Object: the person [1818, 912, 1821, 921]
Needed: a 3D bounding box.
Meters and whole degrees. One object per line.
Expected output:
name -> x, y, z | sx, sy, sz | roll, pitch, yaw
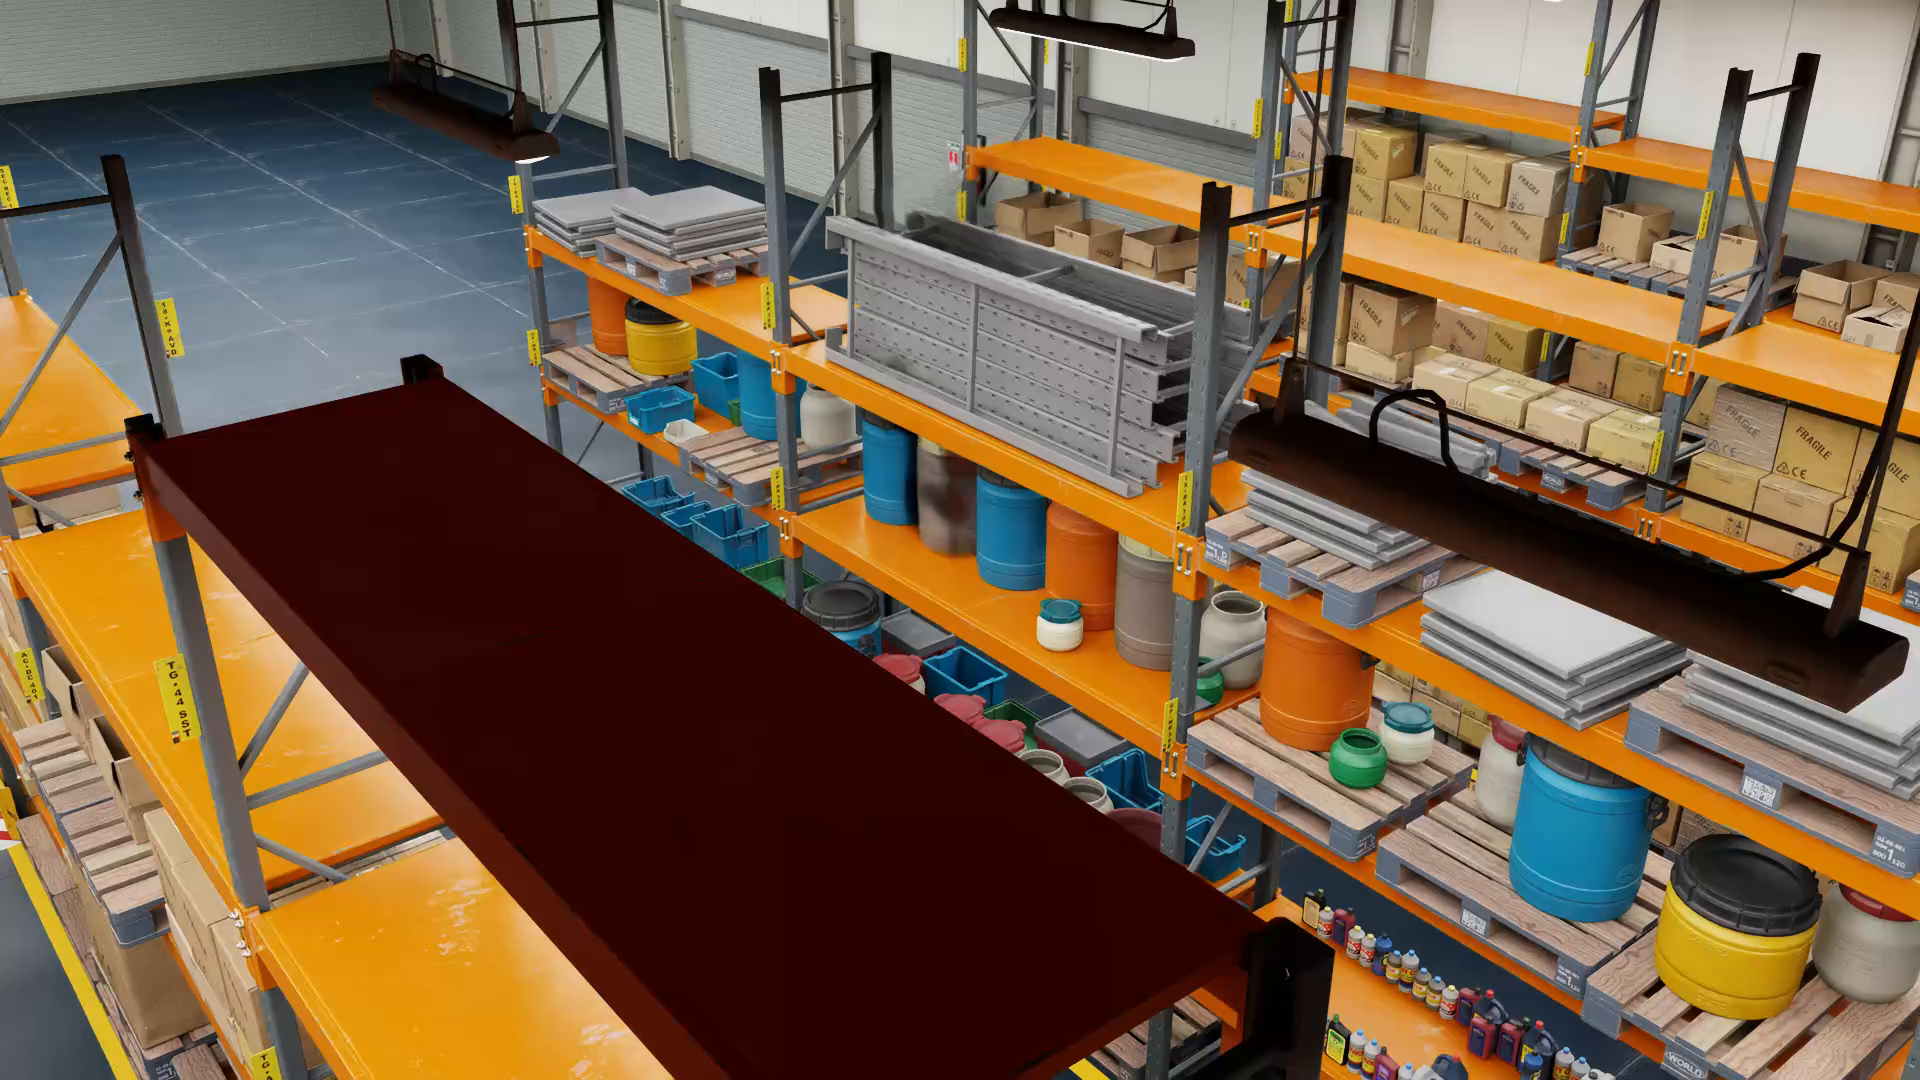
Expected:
person -> 5.319, 2.978, 10.281 | 0.633, 1.605, 0.611 | 23, 34, 39
